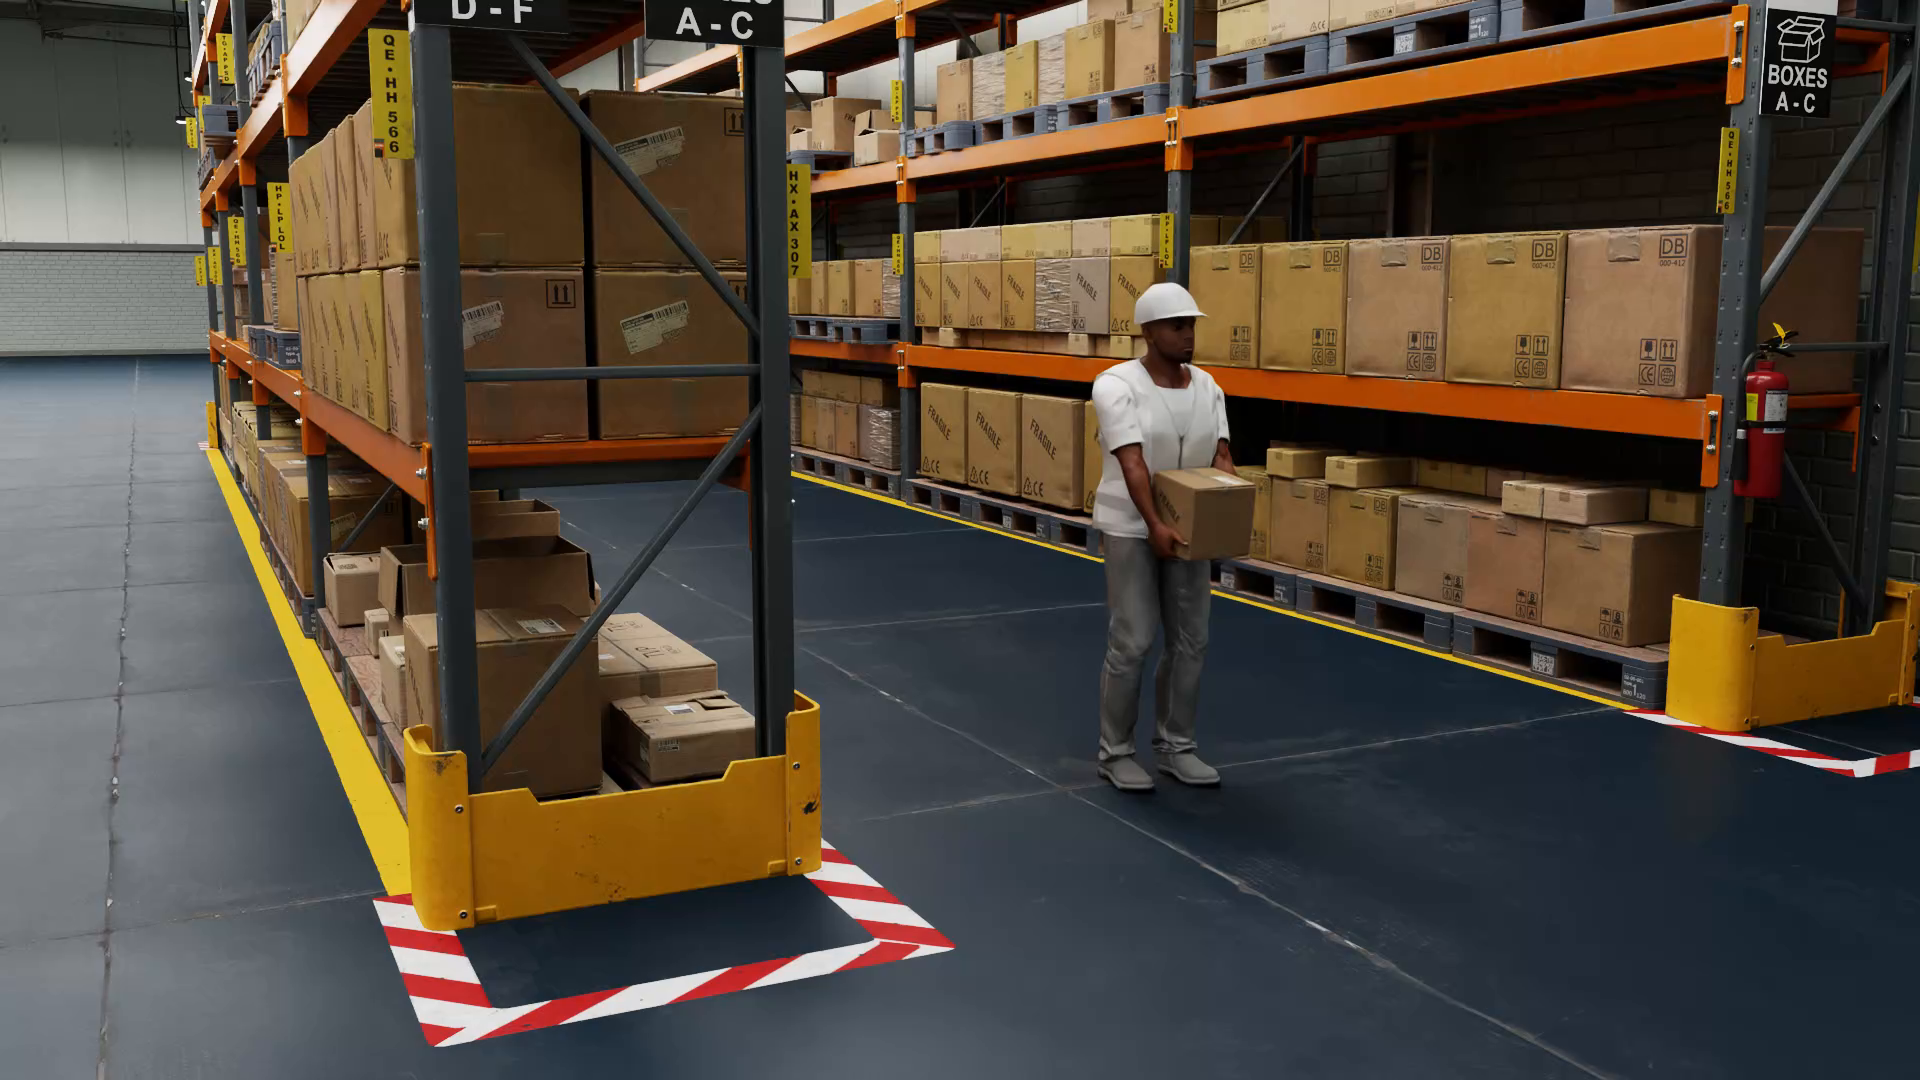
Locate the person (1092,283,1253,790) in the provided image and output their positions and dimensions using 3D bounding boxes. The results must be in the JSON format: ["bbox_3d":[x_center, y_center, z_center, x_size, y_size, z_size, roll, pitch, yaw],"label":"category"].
[{"bbox_3d":[0.749,-0.006,5.803,0.505,1.762,0.573,-4,9,-27],"label":"person"}]
